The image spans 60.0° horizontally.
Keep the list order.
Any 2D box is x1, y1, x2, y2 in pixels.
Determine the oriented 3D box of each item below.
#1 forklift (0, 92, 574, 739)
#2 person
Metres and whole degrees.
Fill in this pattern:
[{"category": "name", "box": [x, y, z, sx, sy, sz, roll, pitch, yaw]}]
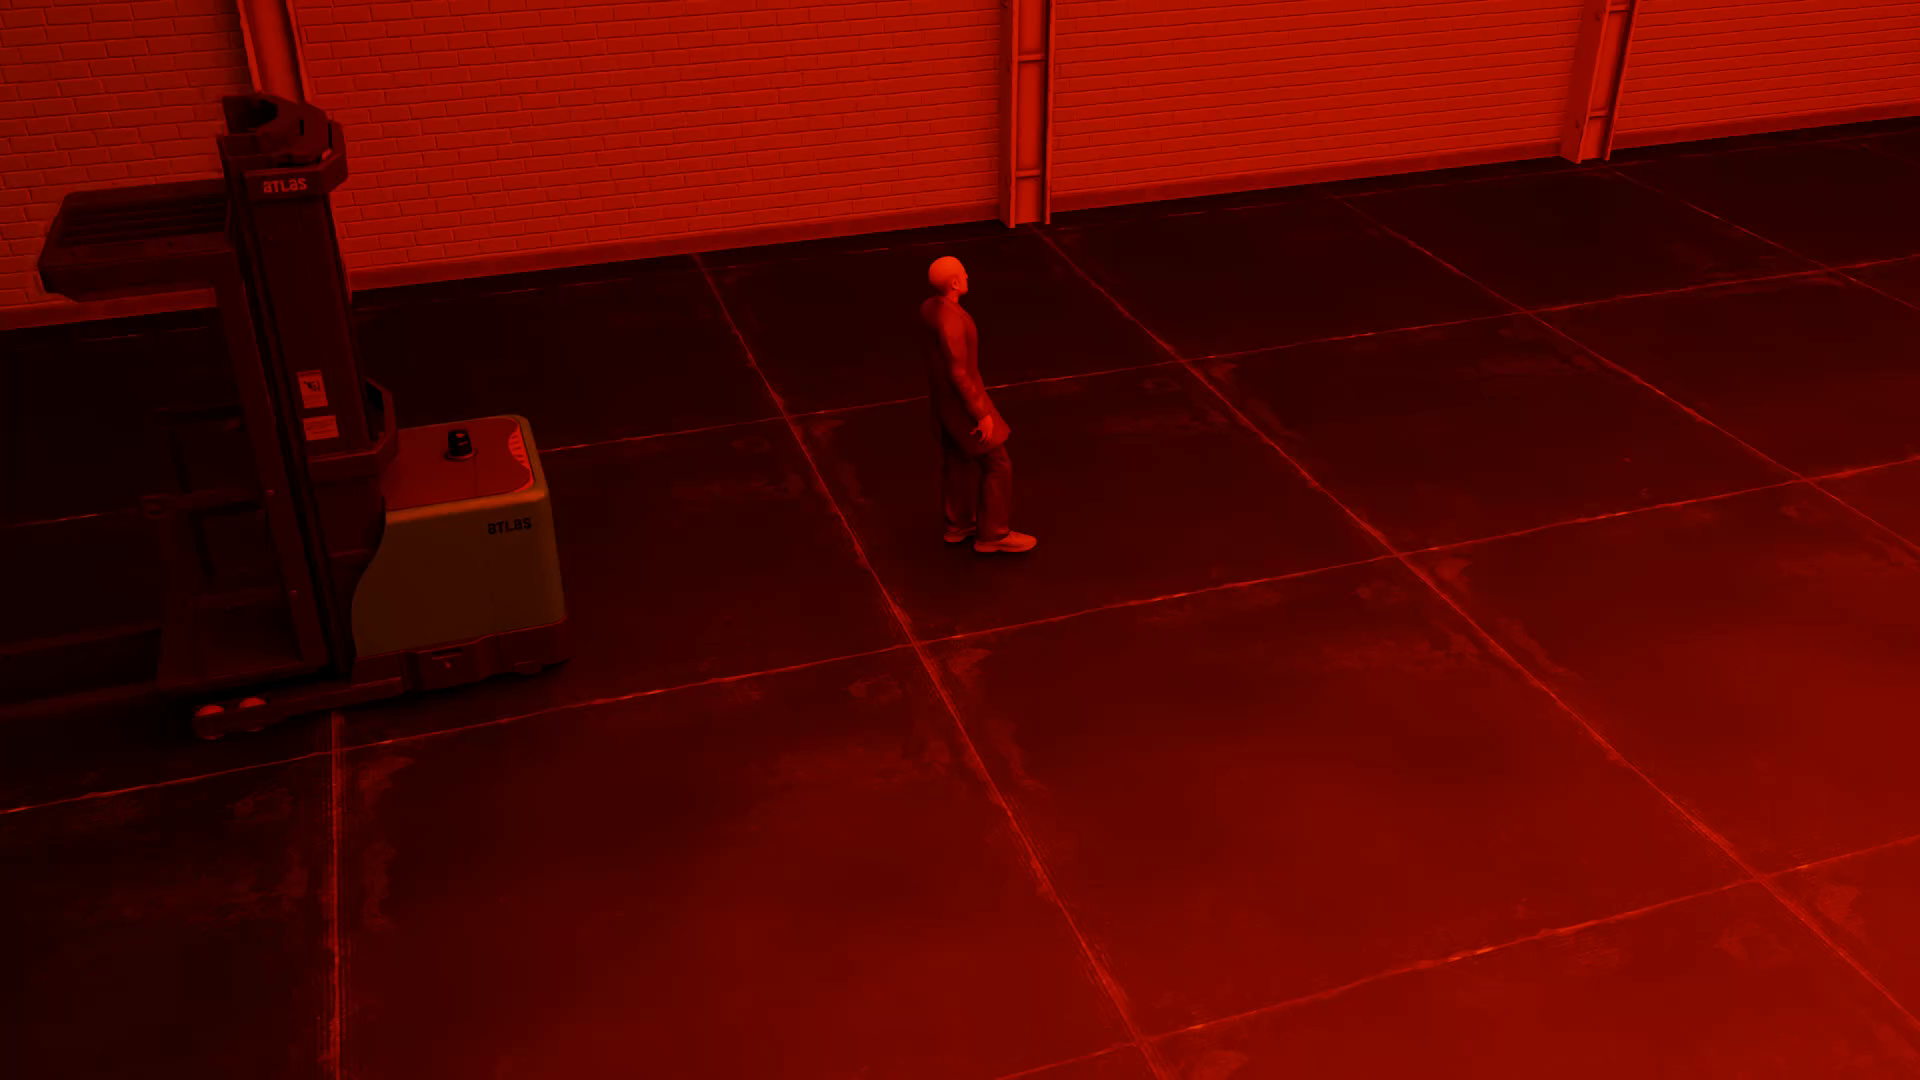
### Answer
[{"category": "forklift", "box": [-3.629, -0.573, 8.084, 3.031, 2.935, 1.130, -10, 31, -17]}, {"category": "person", "box": [0.088, -0.789, 9.600, 0.583, 1.775, 0.696, -10, 31, -16]}]
